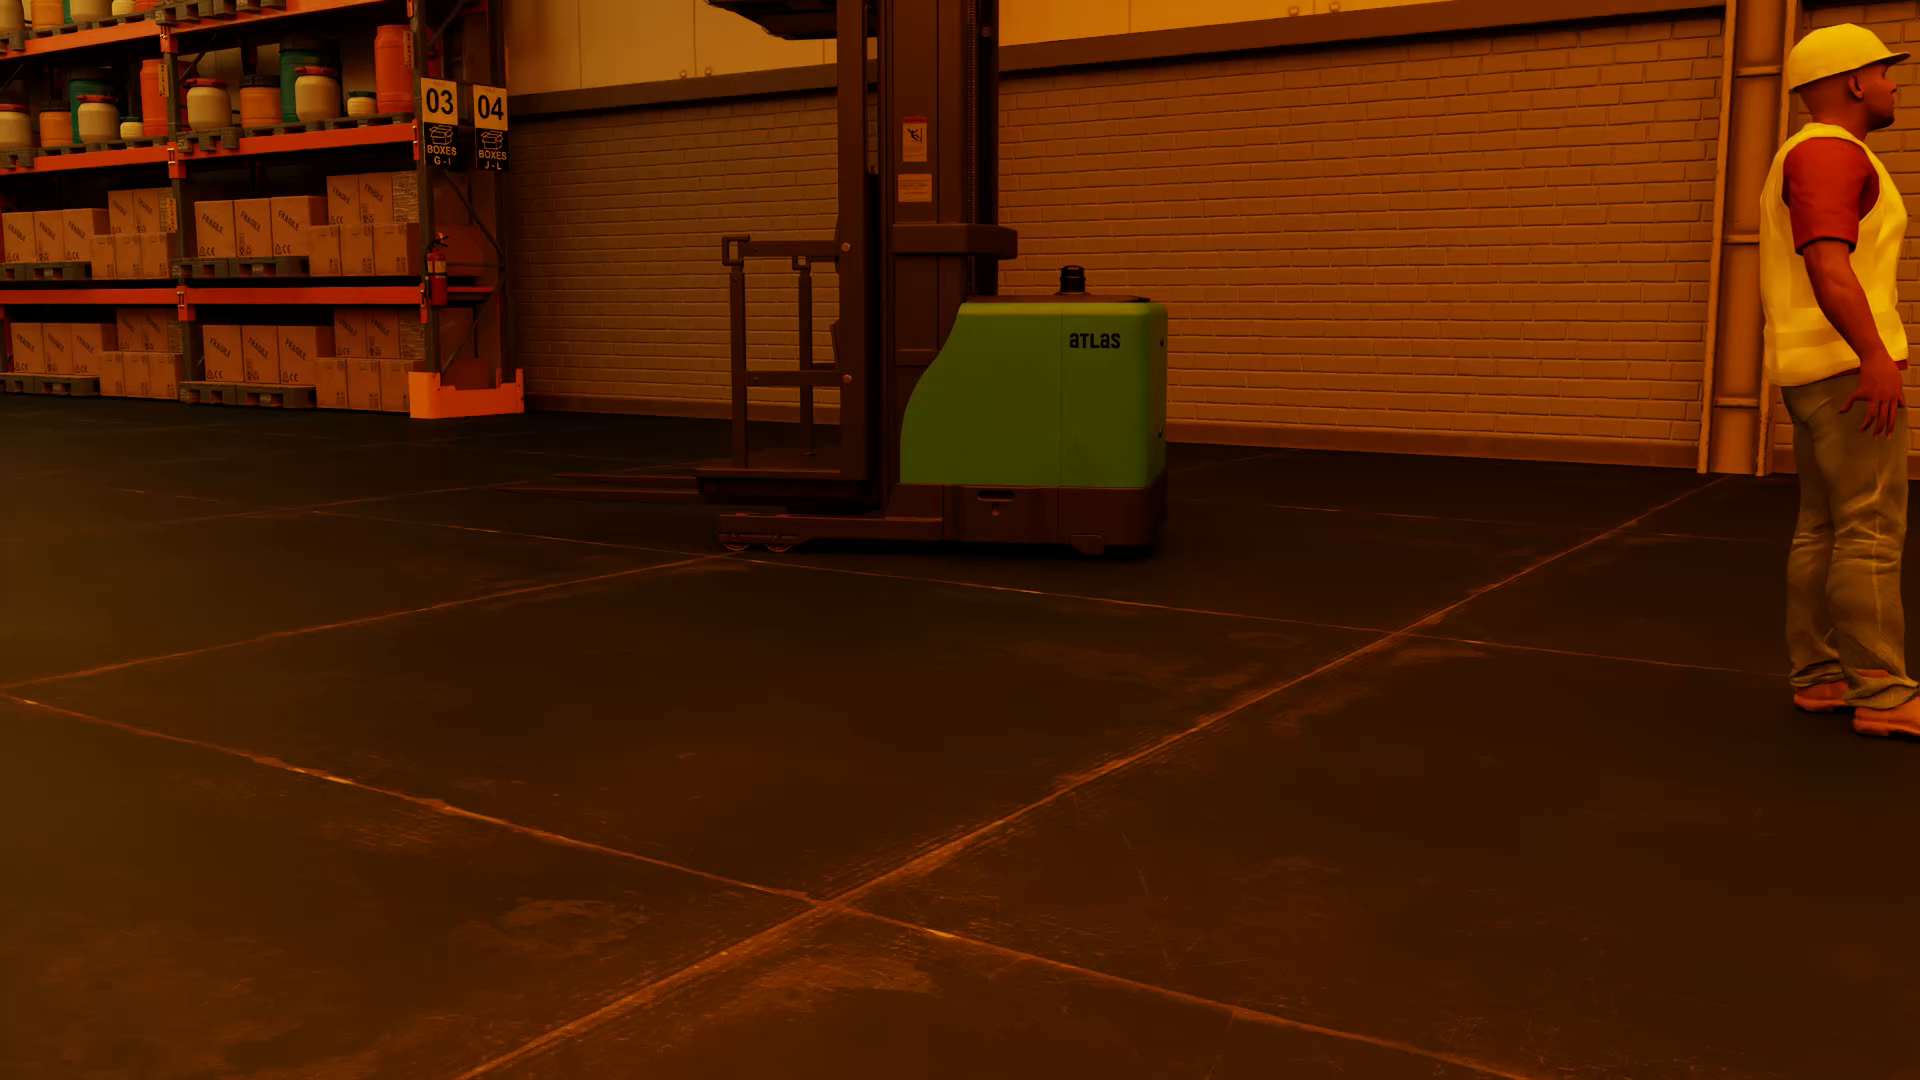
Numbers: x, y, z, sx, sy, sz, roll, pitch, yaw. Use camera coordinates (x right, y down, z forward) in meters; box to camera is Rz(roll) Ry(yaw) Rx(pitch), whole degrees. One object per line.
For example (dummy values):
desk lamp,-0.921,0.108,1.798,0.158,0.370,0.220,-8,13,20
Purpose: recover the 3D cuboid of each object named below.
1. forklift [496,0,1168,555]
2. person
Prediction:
forklift,-0.596,-1.469,7.520,3.031,2.935,1.130,2,8,12
person,2.333,-0.422,4.256,0.570,1.767,0.665,3,9,19
